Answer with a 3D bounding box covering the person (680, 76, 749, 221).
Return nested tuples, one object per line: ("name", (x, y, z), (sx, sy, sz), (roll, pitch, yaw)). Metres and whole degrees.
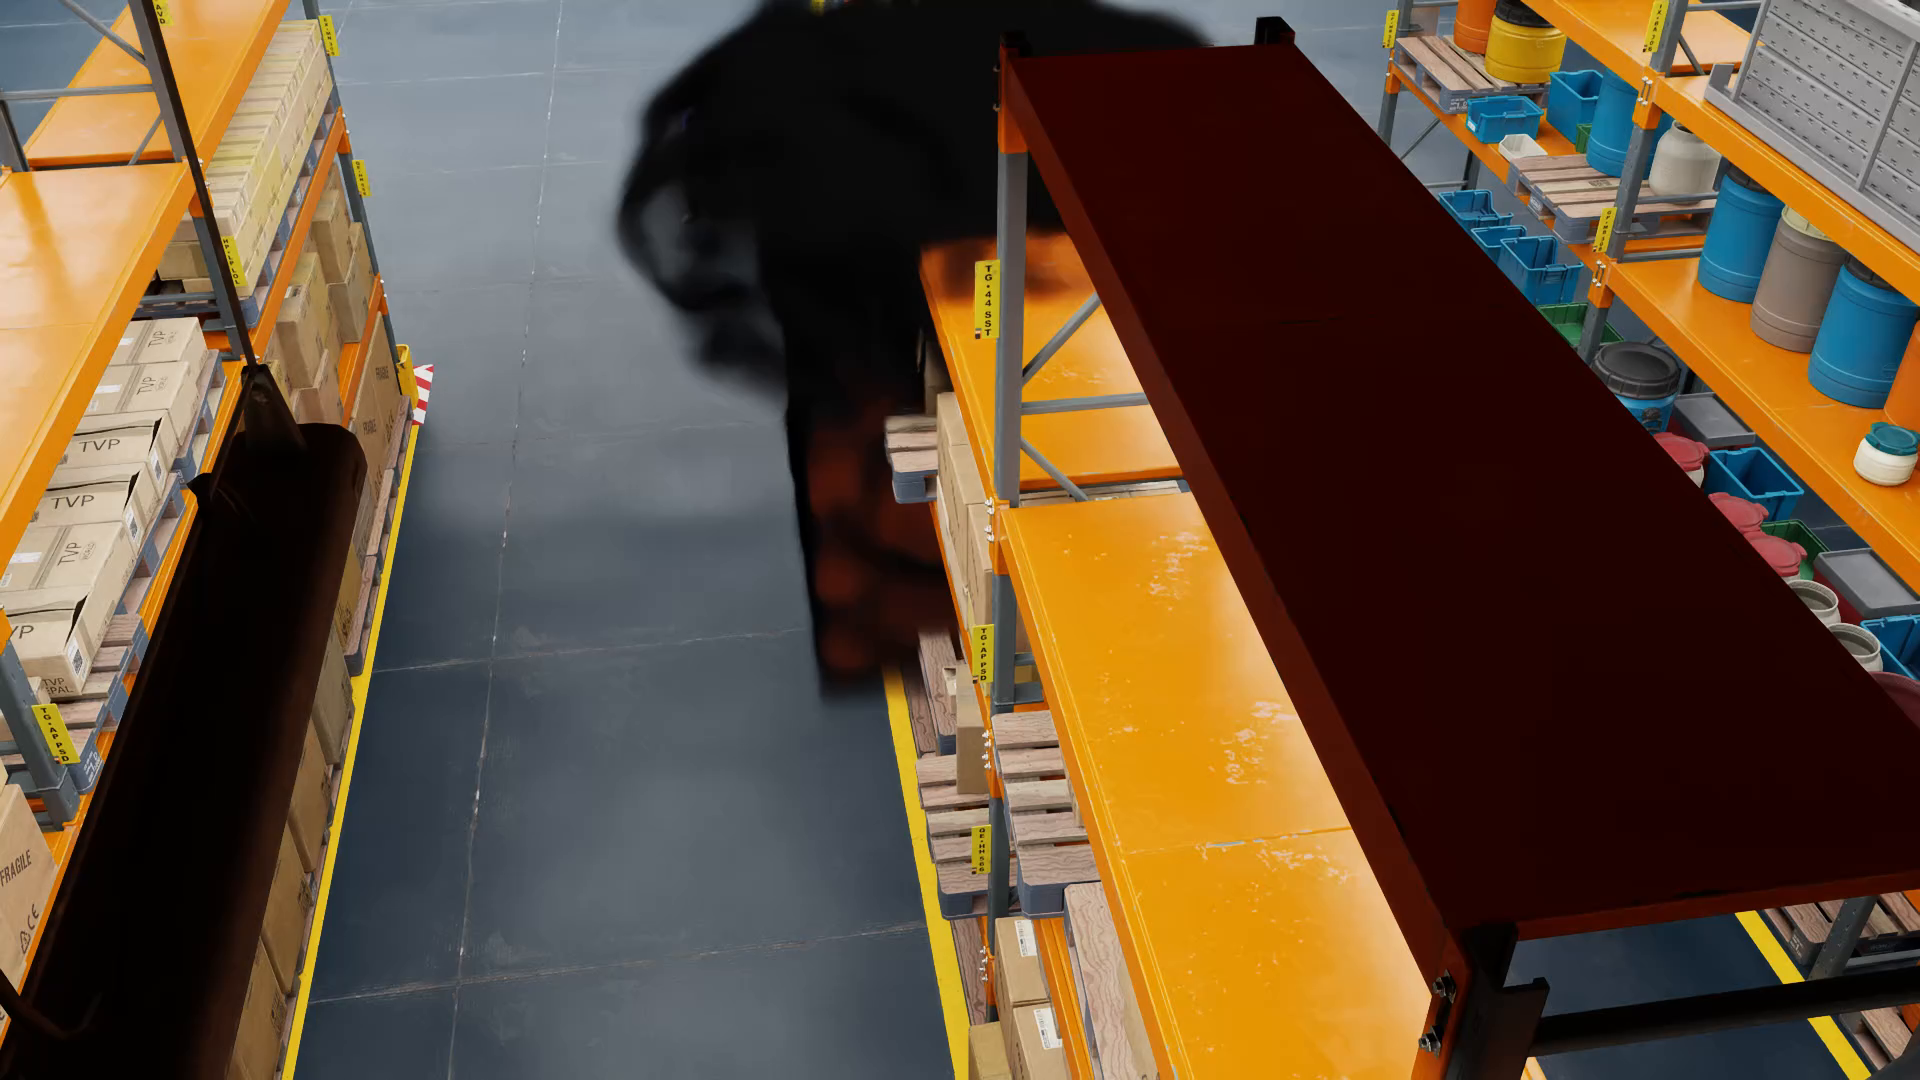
("person", (-2.688, -4.117, 17.723), (0.811, 1.672, 0.586), (12, 38, 16))
